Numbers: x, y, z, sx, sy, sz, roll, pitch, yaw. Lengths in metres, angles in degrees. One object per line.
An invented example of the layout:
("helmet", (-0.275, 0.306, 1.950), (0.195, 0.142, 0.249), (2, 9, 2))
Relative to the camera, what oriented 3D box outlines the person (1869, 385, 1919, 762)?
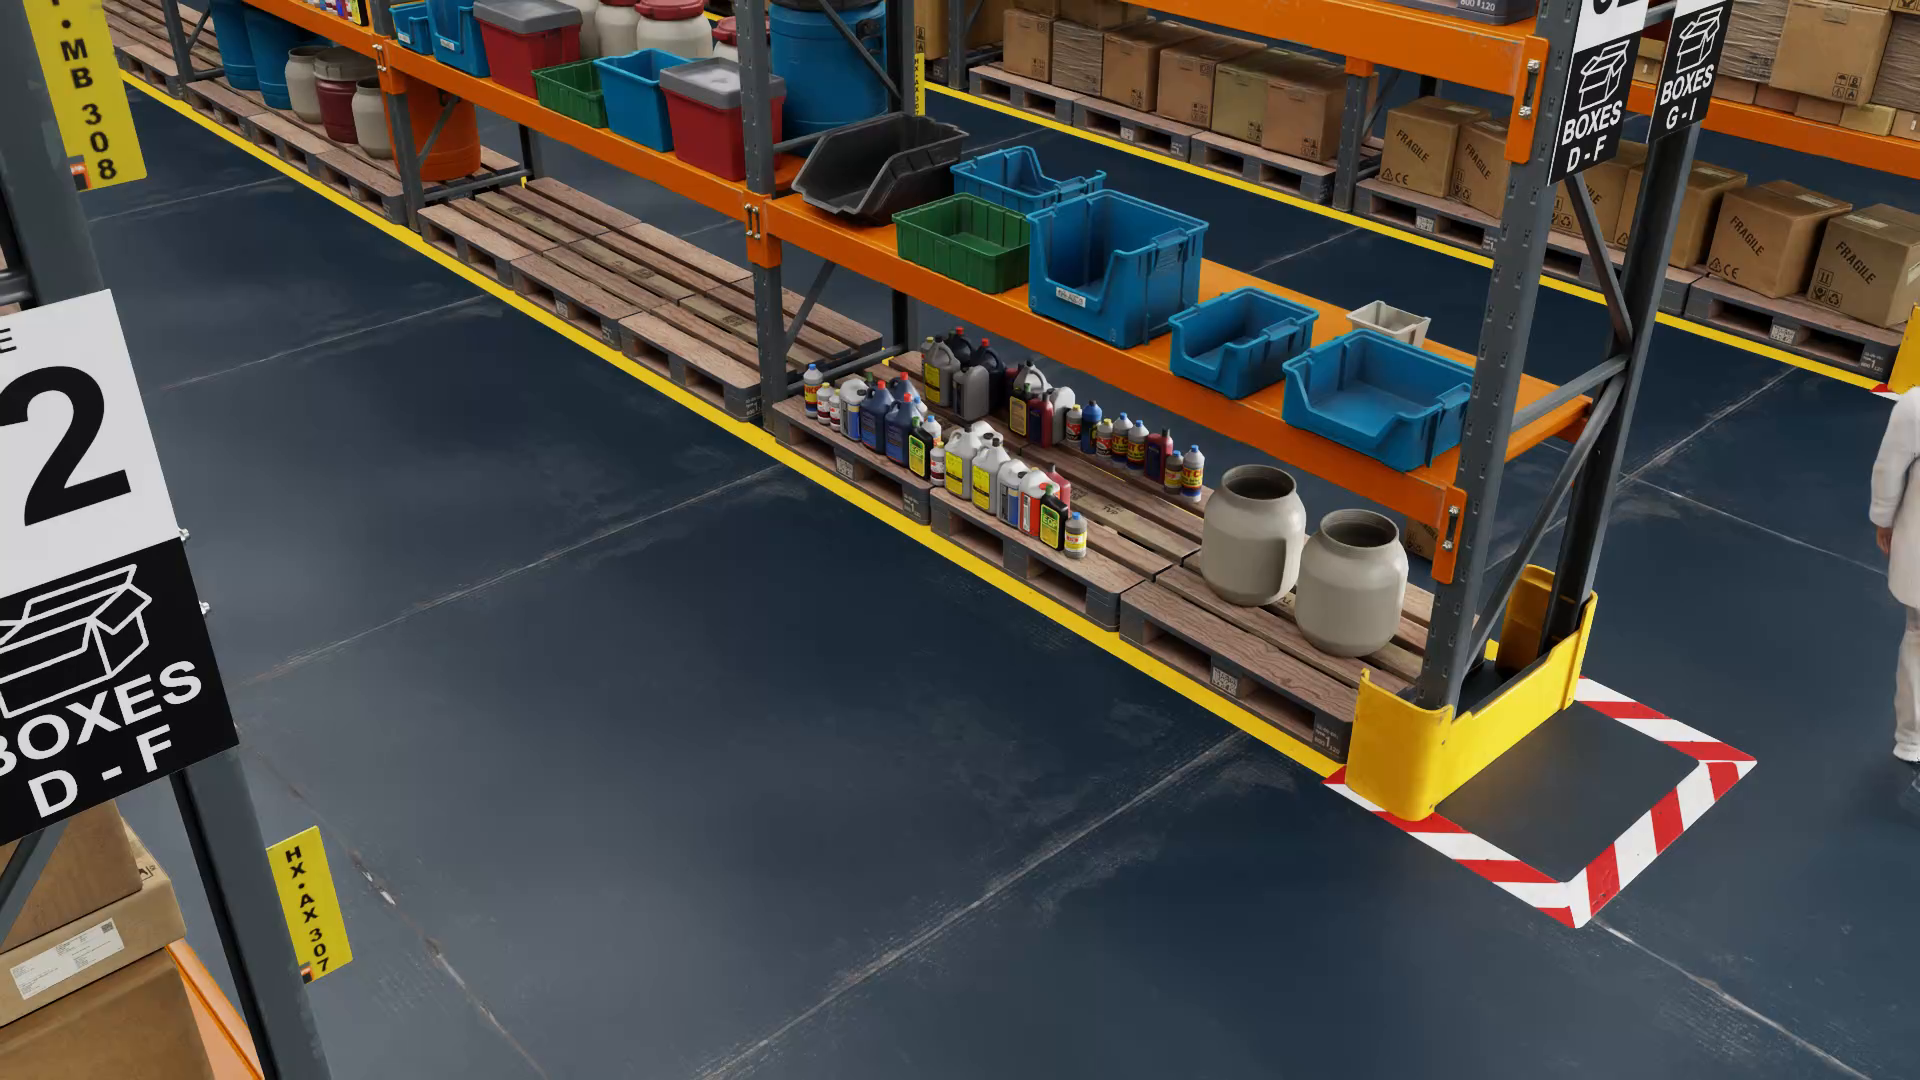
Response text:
("person", (3.686, -0.010, 6.133), (0.693, 1.766, 0.466), (16, 35, 25))
